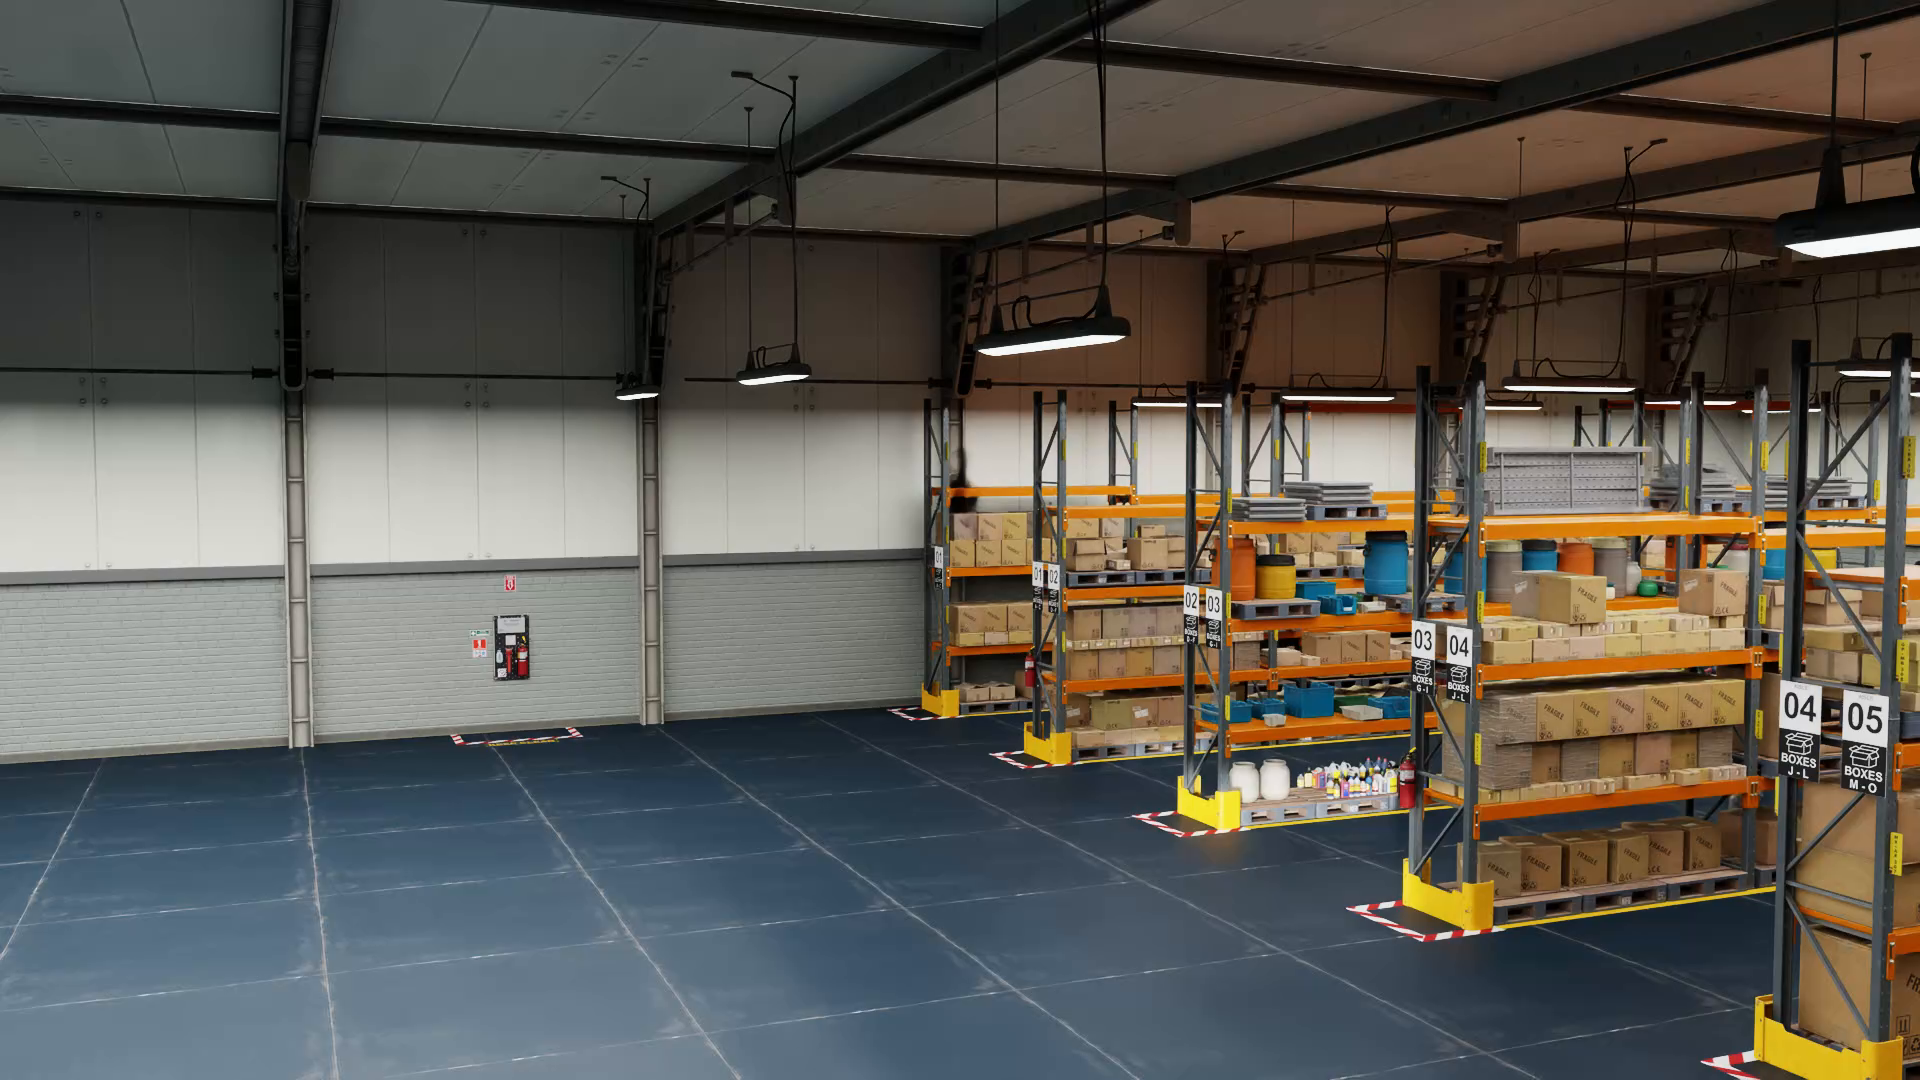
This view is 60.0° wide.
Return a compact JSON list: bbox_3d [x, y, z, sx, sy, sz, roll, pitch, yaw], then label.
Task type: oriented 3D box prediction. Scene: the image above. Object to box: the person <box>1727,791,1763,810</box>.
[{"bbox_3d":[10.636,3.068,22.545,1.000,1.625,0.629,-2,4,-36],"label":"person"}]
